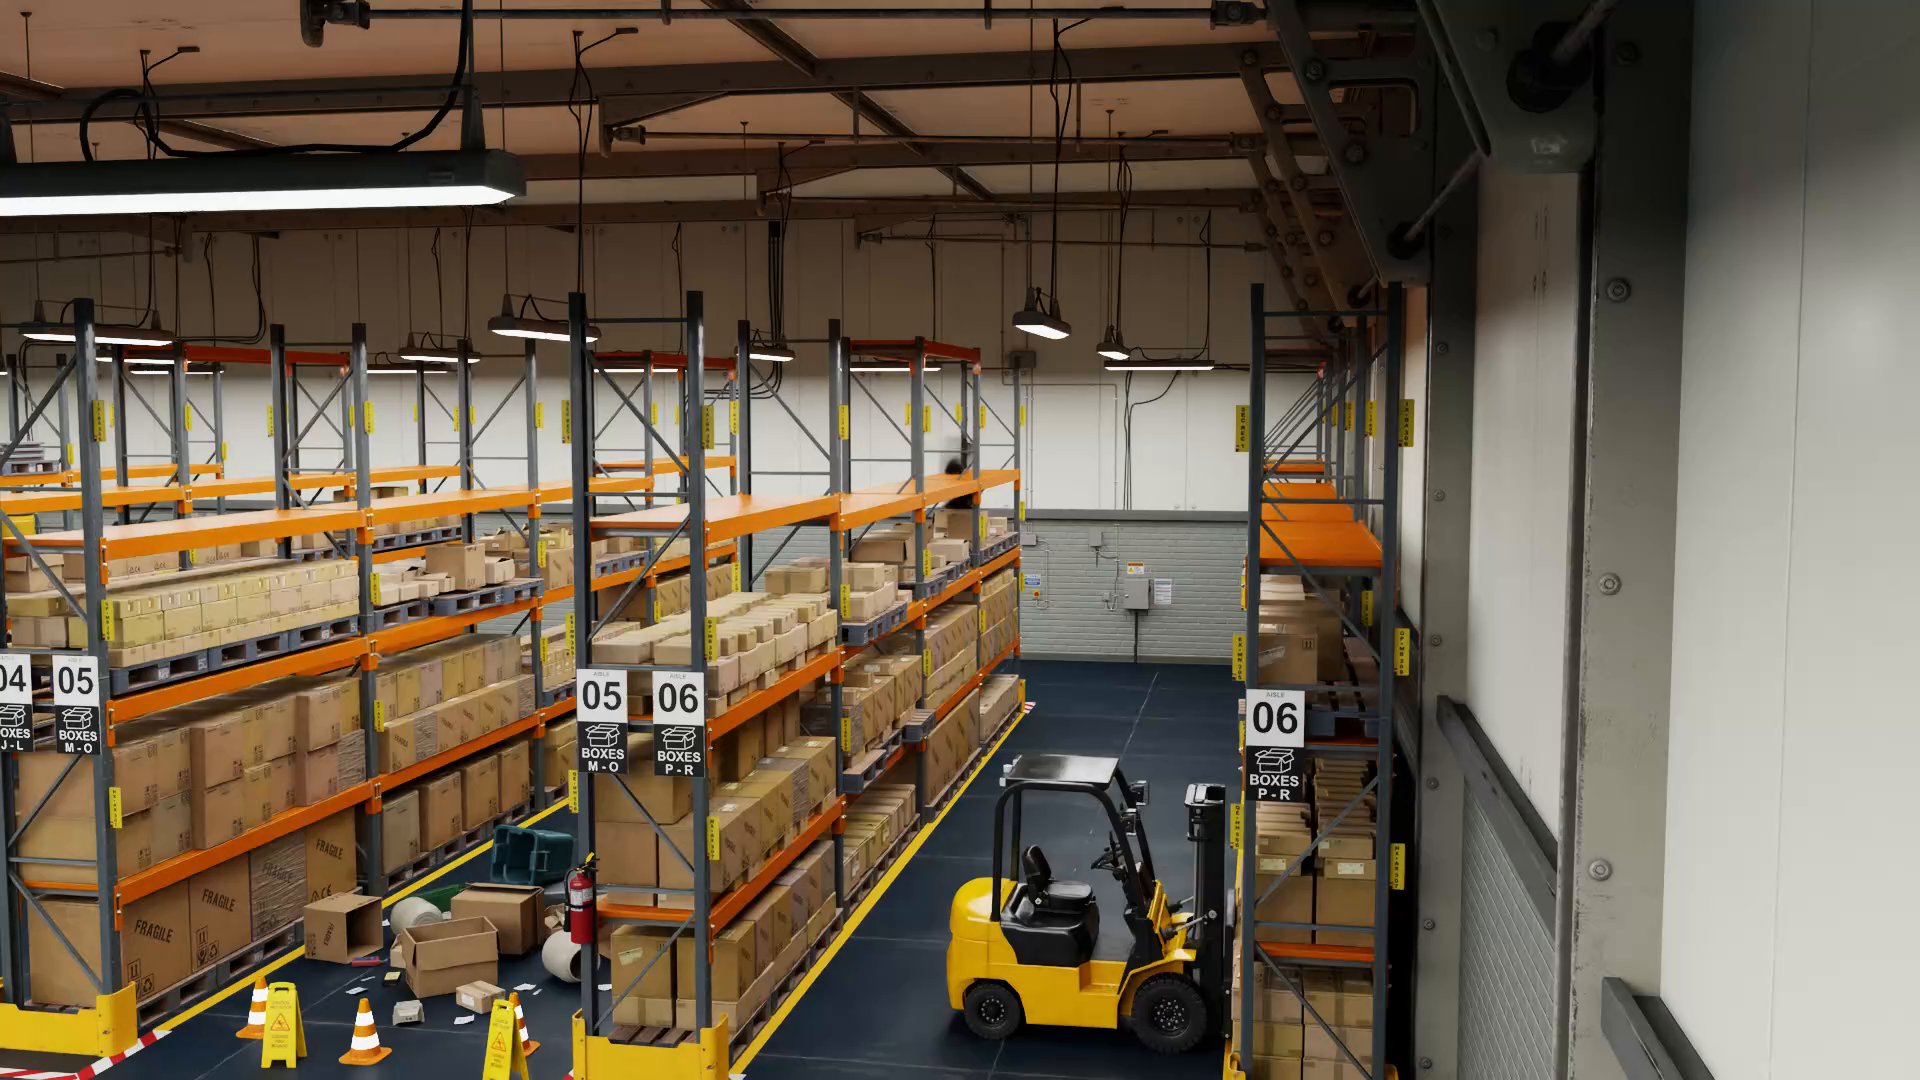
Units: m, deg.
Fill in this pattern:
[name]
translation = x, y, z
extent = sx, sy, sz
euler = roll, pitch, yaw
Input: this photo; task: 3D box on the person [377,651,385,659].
[person]
translation = -8.470, 2.416, 24.142
extent = 0.579, 1.609, 0.583
euler = 0, 5, 4
